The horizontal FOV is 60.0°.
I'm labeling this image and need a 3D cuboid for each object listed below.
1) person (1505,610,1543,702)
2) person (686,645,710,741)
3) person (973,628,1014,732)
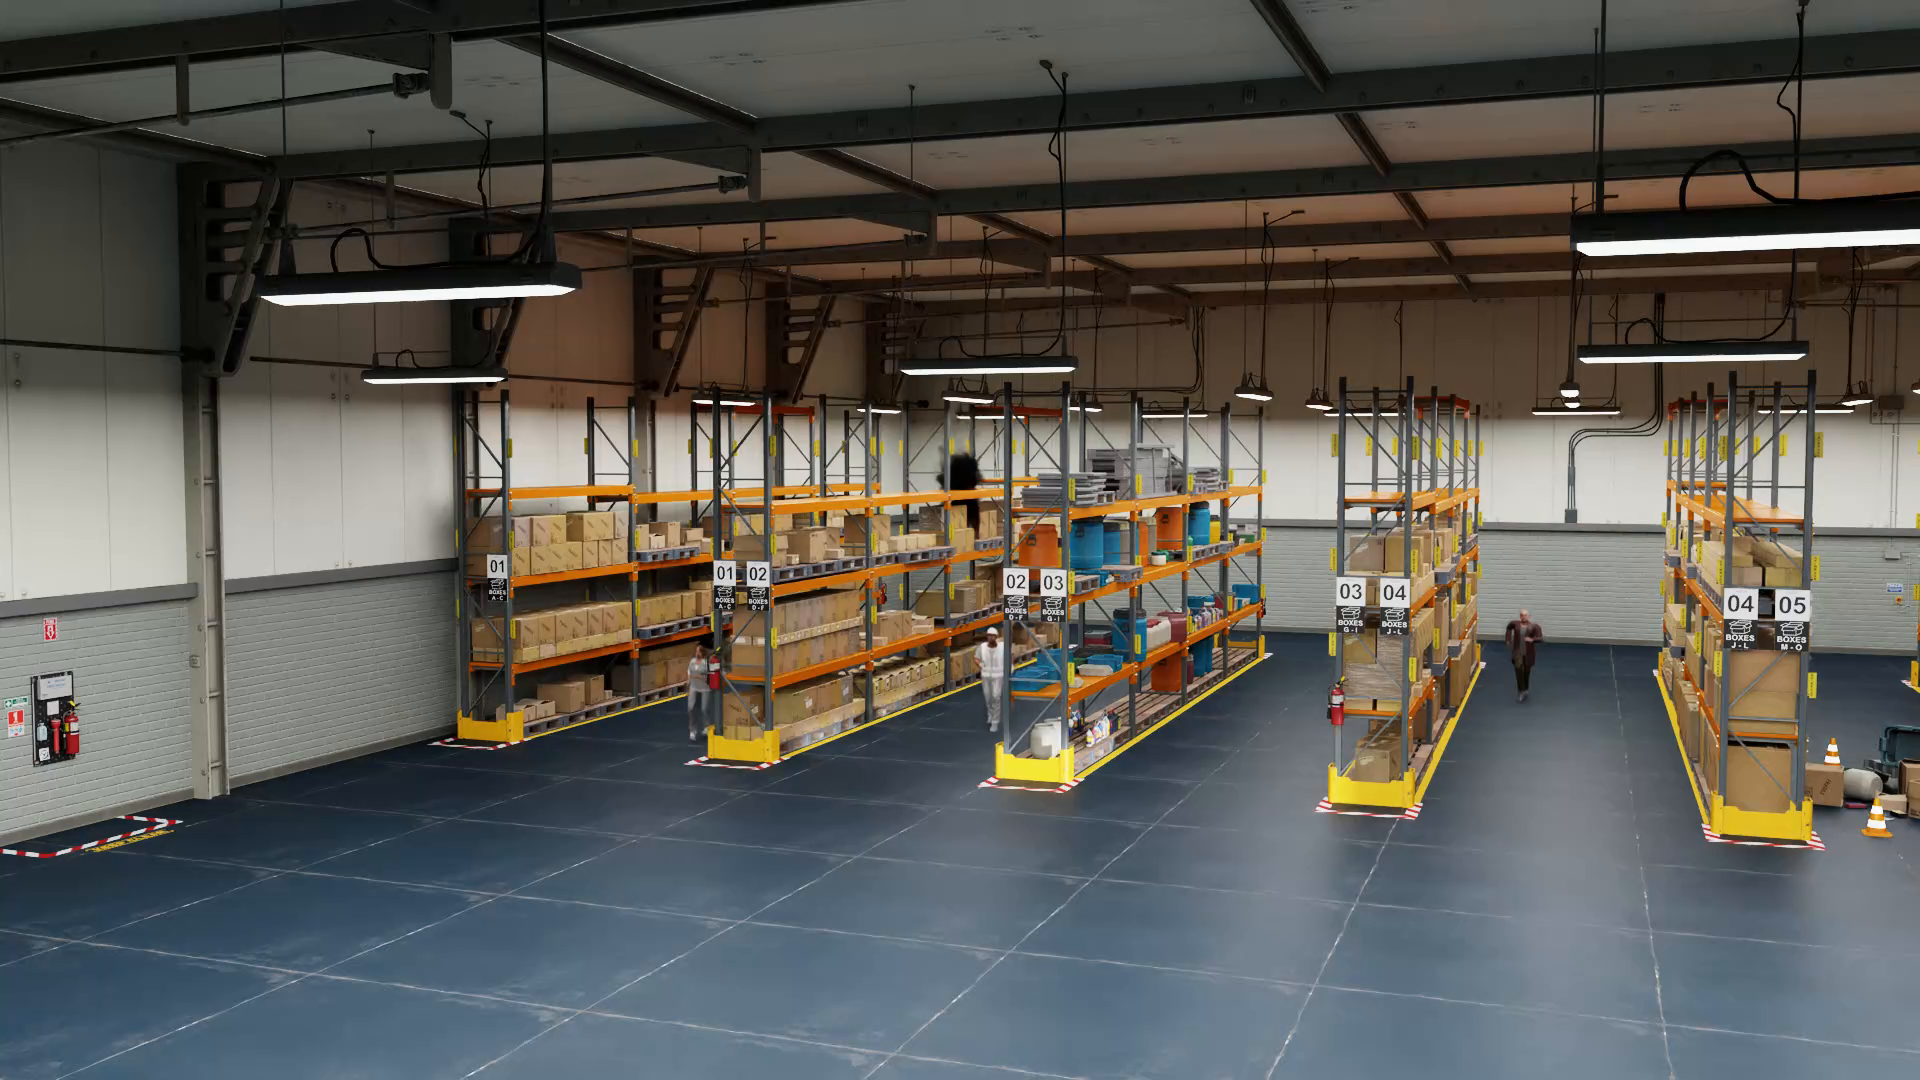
[{"bbox_3d":[11.280,2.294,33.273,0.740,1.831,0.941,1,3,24],"label":"person"},{"bbox_3d":[-4.489,2.638,28.617,0.503,1.618,0.710,0,3,6],"label":"person"},{"bbox_3d":[0.588,2.474,29.693,0.704,1.837,0.801,1,3,13],"label":"person"}]
